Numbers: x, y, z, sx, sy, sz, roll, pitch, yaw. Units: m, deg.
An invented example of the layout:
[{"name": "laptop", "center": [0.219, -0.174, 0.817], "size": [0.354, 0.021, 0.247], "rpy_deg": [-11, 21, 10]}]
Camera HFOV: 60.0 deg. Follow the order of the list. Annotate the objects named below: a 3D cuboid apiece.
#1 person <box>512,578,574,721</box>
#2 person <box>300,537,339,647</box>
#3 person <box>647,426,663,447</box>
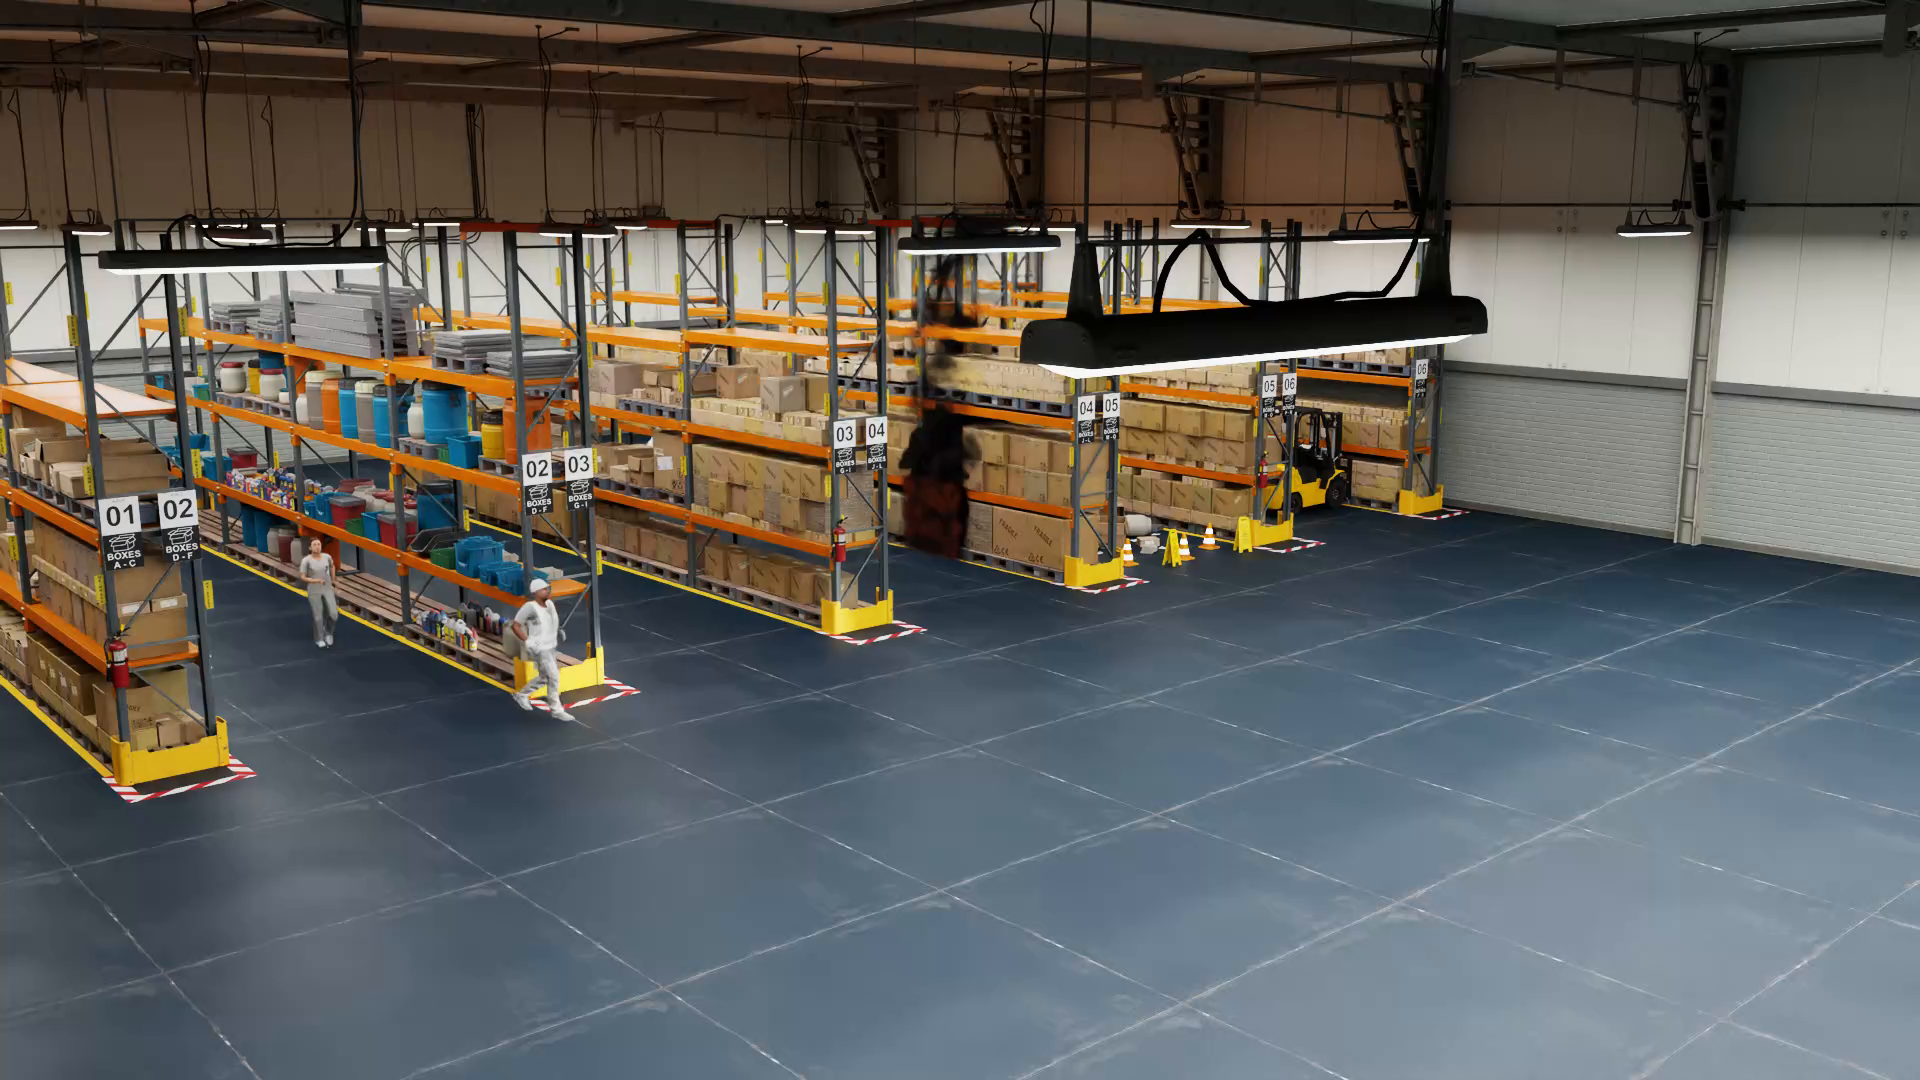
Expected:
[{"name": "person", "center": [-5.210, 1.346, 20.692], "size": [0.870, 1.768, 0.694], "rpy_deg": [3, 12, 14]}, {"name": "person", "center": [-9.176, 0.758, 23.908], "size": [0.543, 1.634, 0.621], "rpy_deg": [-8, 14, -36]}, {"name": "person", "center": [-6.311, -1.568, 35.299], "size": [0.671, 1.809, 0.737], "rpy_deg": [-8, 14, -34]}]
